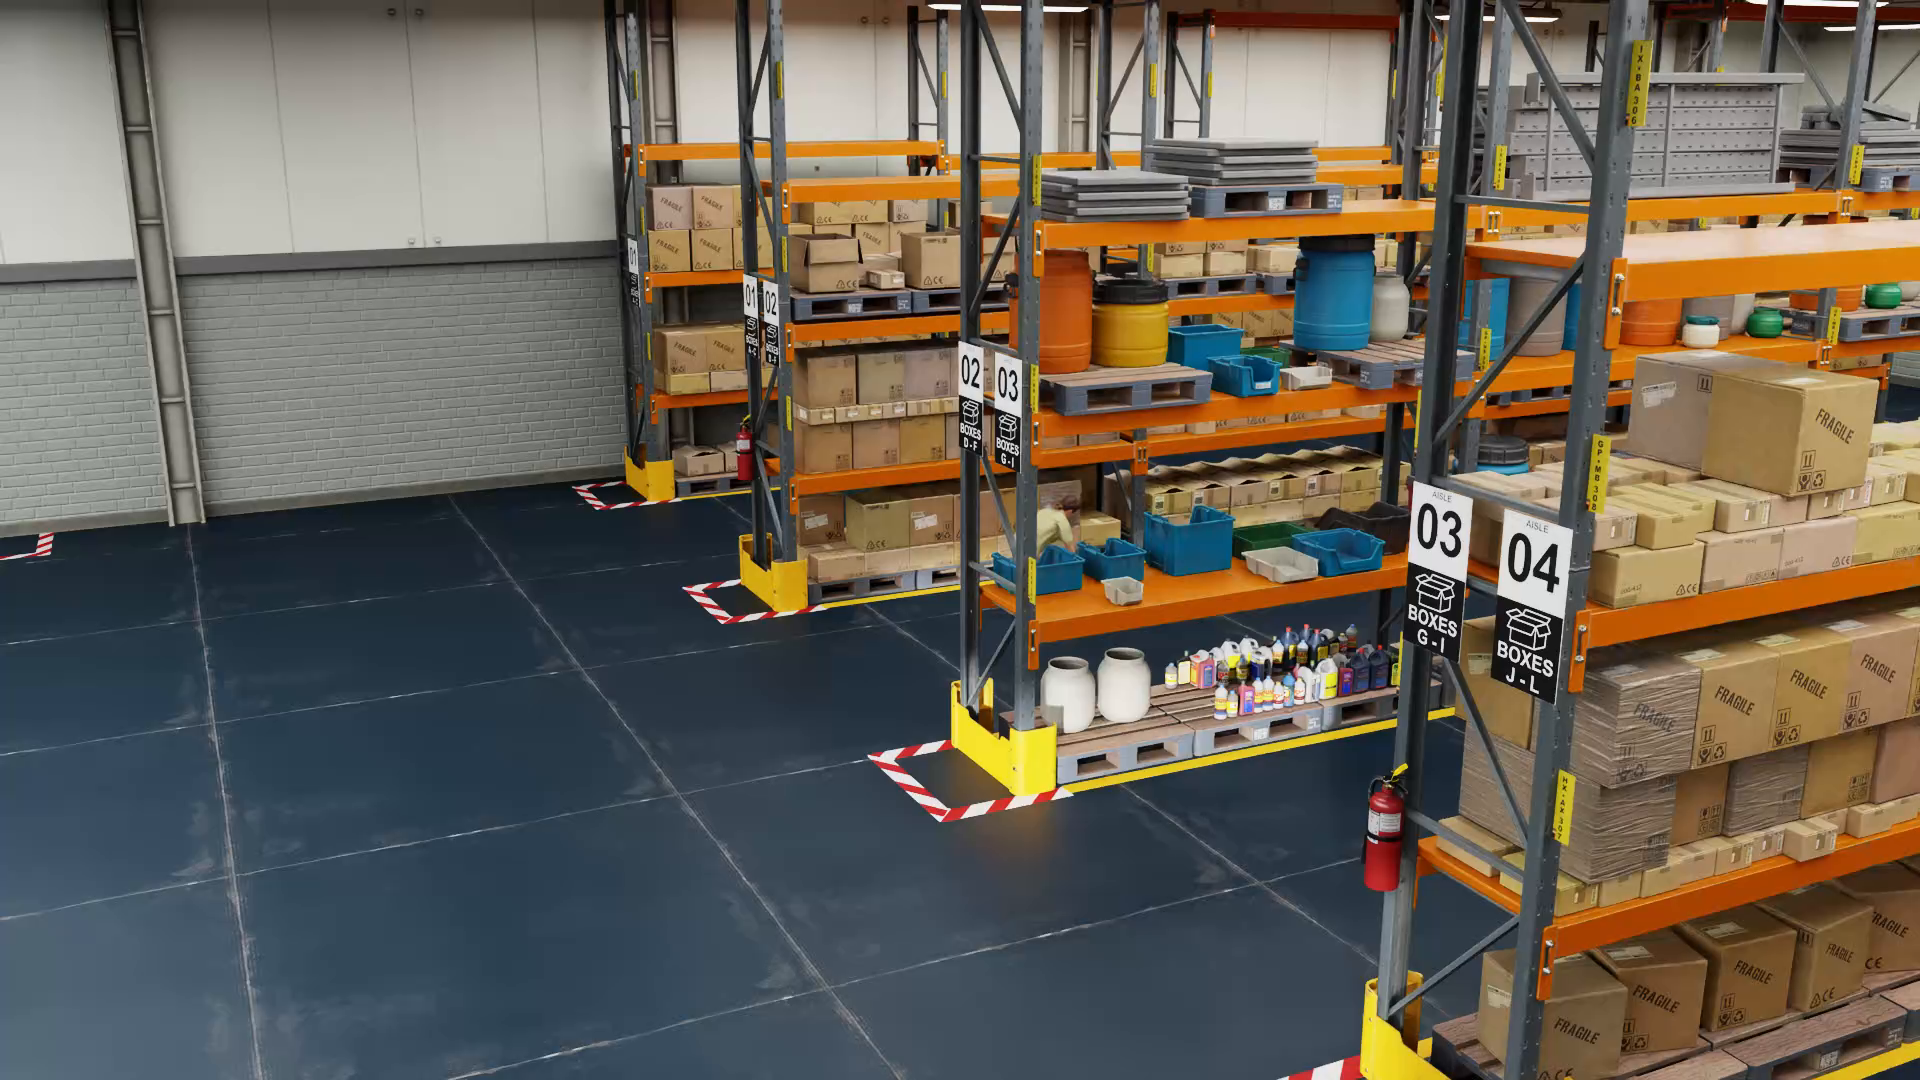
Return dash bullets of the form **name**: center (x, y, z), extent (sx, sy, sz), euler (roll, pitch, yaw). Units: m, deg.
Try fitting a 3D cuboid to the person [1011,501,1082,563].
- **person**: center (0.862, 0.164, 16.375), extent (0.761, 1.048, 0.498), euler (-7, 17, -25)
